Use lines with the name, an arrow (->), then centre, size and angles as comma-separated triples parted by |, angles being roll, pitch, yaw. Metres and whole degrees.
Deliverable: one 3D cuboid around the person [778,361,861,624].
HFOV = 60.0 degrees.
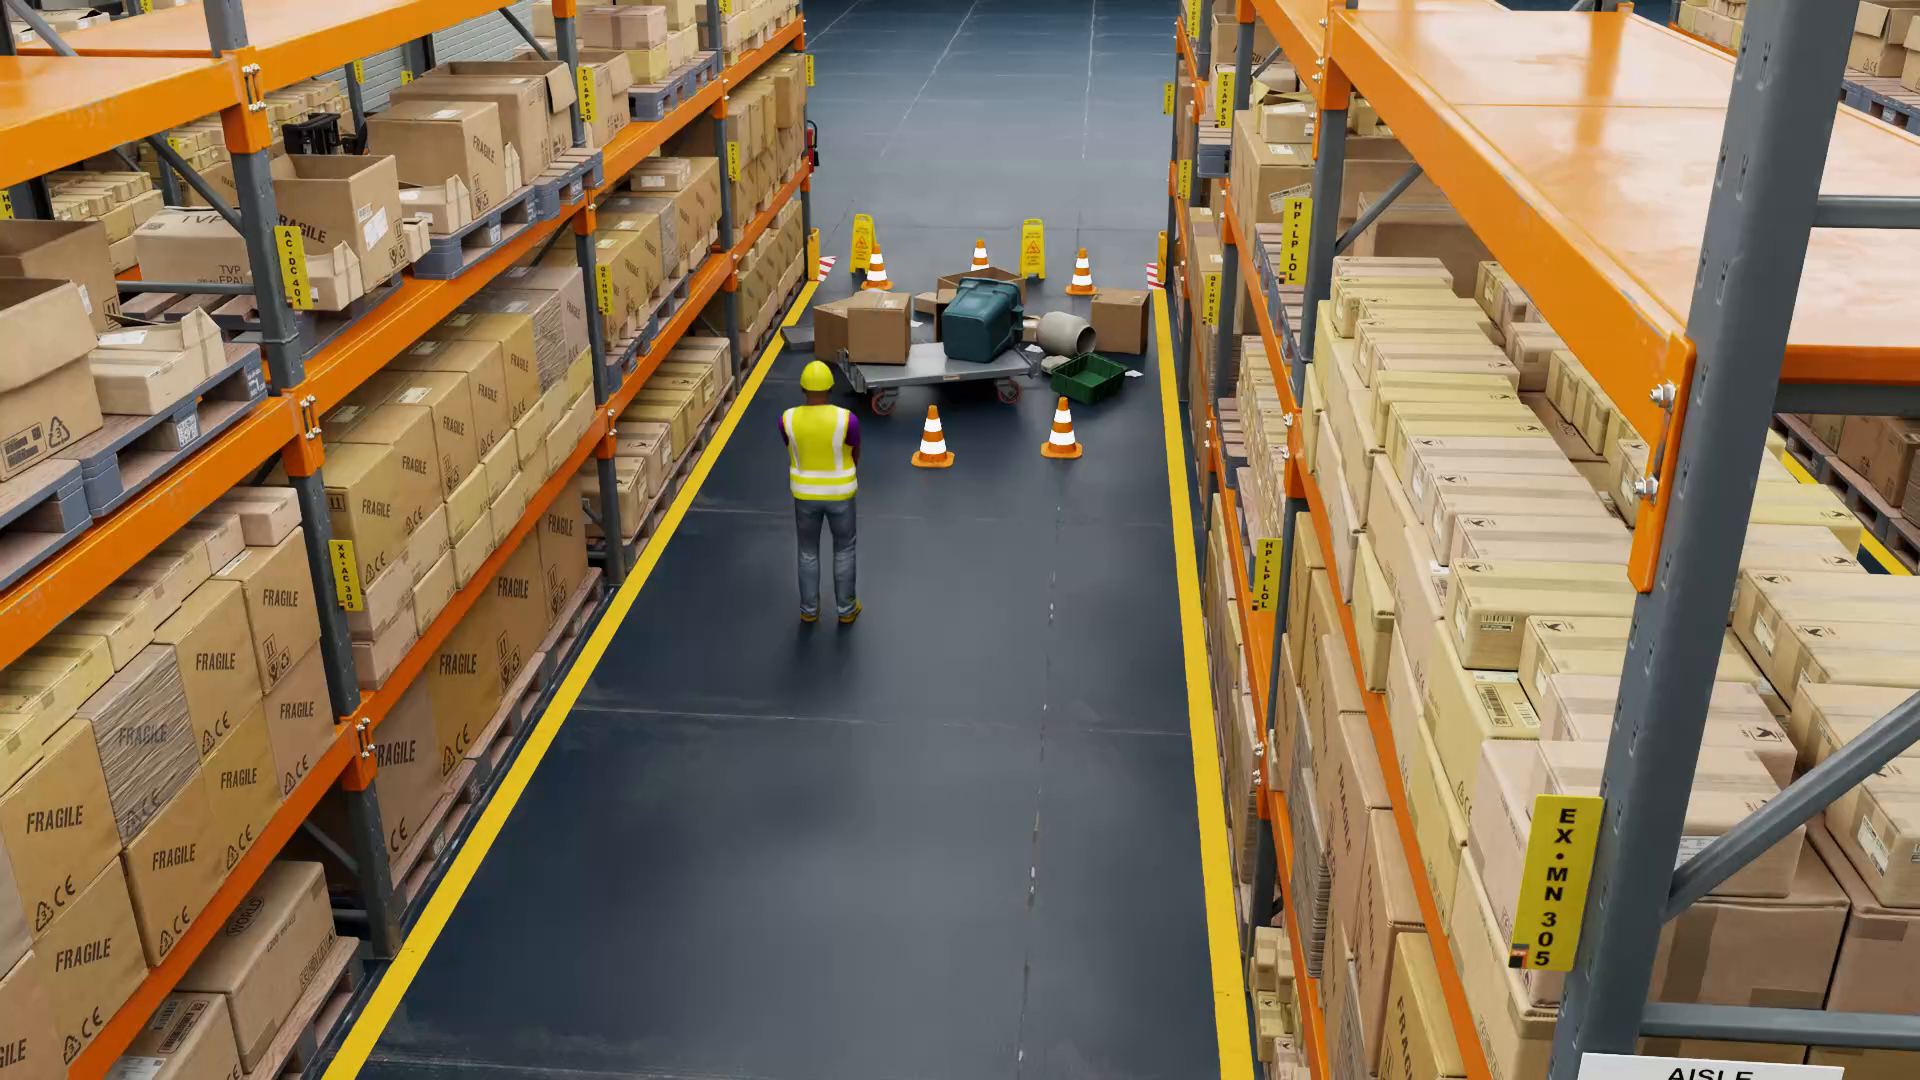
person -> -0.874, -0.343, 10.739 | 0.505, 1.763, 0.558 | 2, 24, 4
